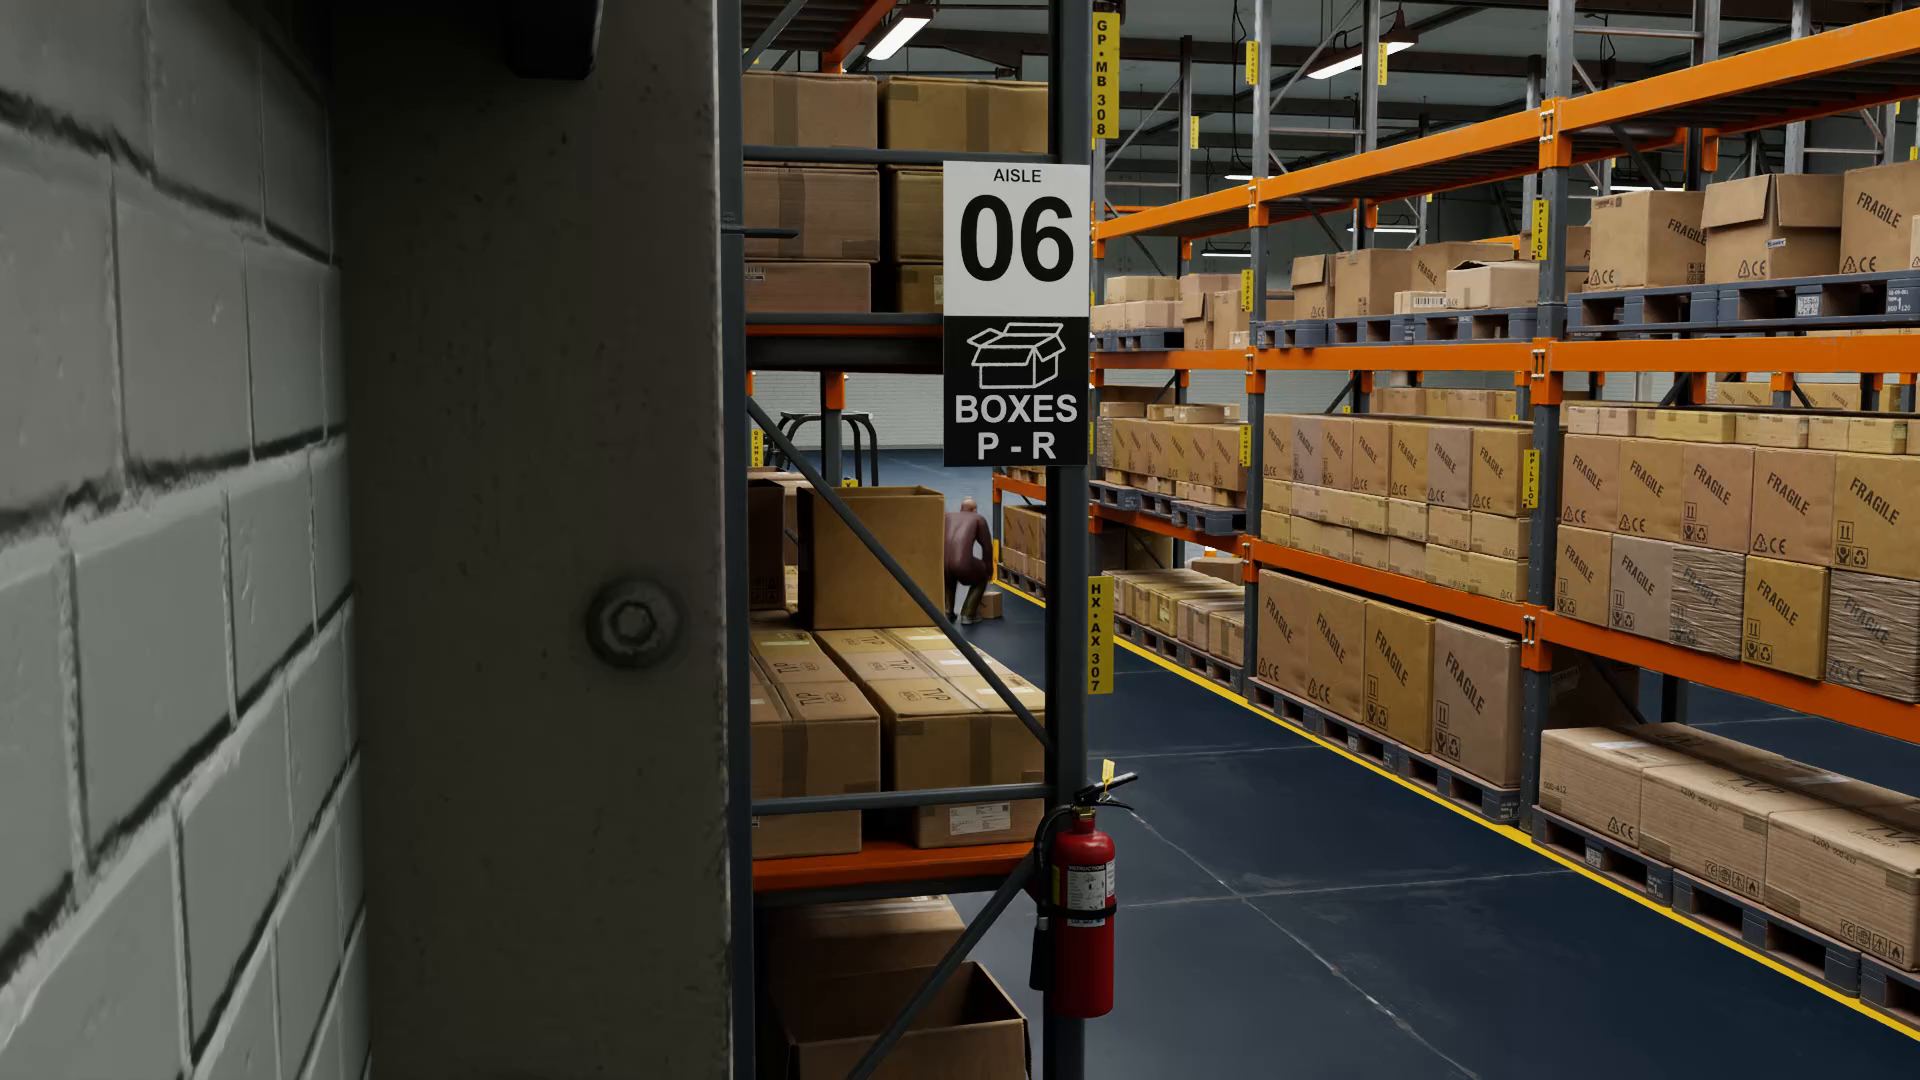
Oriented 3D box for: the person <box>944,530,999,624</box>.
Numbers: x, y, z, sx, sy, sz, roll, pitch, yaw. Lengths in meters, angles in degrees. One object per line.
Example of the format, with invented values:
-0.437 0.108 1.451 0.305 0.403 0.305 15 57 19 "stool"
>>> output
0.043 0.401 17.500 0.595 0.903 0.896 3 7 24 "person"
